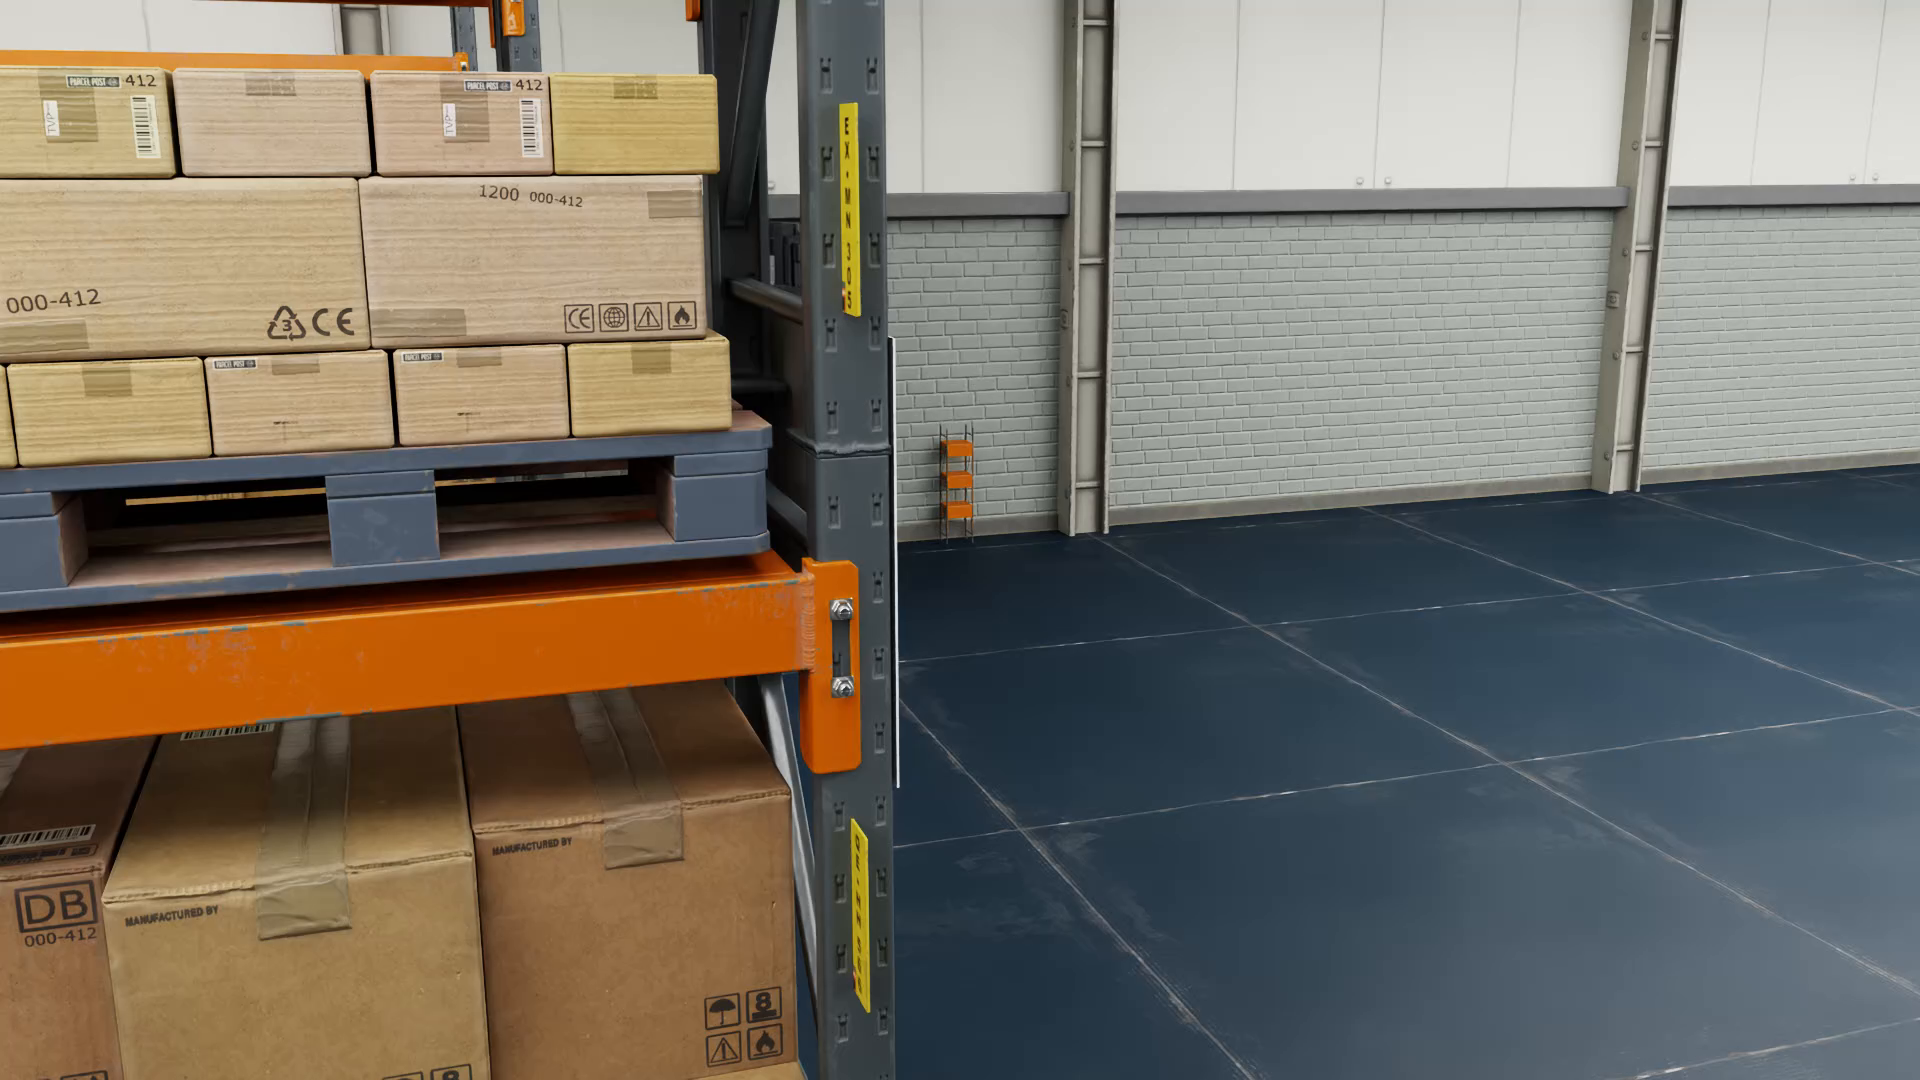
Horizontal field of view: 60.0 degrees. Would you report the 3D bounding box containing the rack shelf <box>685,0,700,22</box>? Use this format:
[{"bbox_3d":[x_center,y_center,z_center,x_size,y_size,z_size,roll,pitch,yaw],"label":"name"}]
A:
[{"bbox_3d":[-2.230,-1.014,2.378,4.000,0.370,1.077,-4,14,-18],"label":"rack shelf"}]

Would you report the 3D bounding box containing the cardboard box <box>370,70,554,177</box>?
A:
[{"bbox_3d":[-0.782,-0.648,2.599,0.250,0.149,0.380,-4,14,-18],"label":"cardboard box"}]

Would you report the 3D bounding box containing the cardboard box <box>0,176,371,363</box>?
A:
[{"bbox_3d":[-1.183,-0.437,2.575,0.500,0.250,0.500,-4,14,-18],"label":"cardboard box"}]

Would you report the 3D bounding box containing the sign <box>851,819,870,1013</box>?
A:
[{"bbox_3d":[-0.174,0.654,2.898,0.005,0.325,0.100,-4,14,-18],"label":"sign"}]

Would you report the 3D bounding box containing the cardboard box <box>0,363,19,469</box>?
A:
[{"bbox_3d":[-1.506,-0.204,2.454,0.250,0.149,0.380,-5,14,-19],"label":"cardboard box"}]

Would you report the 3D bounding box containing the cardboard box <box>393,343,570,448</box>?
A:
[{"bbox_3d":[-0.780,-0.260,2.692,0.250,0.149,0.380,-4,14,-18],"label":"cardboard box"}]

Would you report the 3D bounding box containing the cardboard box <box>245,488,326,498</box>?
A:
[{"bbox_3d":[-2.905,-0.424,7.425,0.500,0.500,0.700,-4,14,-18],"label":"cardboard box"}]

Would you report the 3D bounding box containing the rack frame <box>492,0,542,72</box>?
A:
[{"bbox_3d":[-2.009,-2.784,7.402,0.127,3.000,1.000,-4,14,-18],"label":"rack frame"}]

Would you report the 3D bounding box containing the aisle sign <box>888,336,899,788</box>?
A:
[{"bbox_3d":[-0.171,0.008,3.008,0.004,0.787,0.394,-4,14,-18],"label":"aisle sign"}]

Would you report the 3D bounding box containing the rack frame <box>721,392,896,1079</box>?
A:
[{"bbox_3d":[-0.334,1.212,3.564,0.127,3.000,1.000,-4,14,-18],"label":"rack frame"}]

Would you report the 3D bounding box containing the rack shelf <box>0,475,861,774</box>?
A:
[{"bbox_3d":[-2.230,0.251,2.679,4.000,0.370,1.077,-4,14,-18],"label":"rack shelf"}]

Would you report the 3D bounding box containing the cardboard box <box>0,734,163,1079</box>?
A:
[{"bbox_3d":[-1.764,0.705,3.038,0.550,0.550,0.875,-4,14,-18],"label":"cardboard box"}]

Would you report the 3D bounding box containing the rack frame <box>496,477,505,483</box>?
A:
[{"bbox_3d":[-3.595,-0.954,12.672,0.127,3.000,1.000,-4,14,-18],"label":"rack frame"}]

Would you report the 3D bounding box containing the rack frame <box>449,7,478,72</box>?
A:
[{"bbox_3d":[-3.595,-3.873,11.978,0.127,3.000,1.000,-4,14,-18],"label":"rack frame"}]

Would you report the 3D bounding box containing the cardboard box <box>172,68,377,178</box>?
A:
[{"bbox_3d":[-1.025,-0.629,2.520,0.250,0.149,0.380,-4,14,-17],"label":"cardboard box"}]

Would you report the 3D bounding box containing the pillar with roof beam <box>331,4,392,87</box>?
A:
[{"bbox_3d":[-3.170,-3.075,8.623,0.400,9.000,9.100,-4,14,-18],"label":"pillar with roof beam"}]

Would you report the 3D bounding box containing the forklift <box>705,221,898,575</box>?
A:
[{"bbox_3d":[-1.812,-0.881,12.514,1.130,2.935,3.031,10,17,37],"label":"forklift"}]

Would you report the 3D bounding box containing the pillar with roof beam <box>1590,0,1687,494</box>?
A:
[{"bbox_3d":[8.204,-3.960,12.347,0.400,9.000,9.100,-4,14,-18],"label":"pillar with roof beam"}]

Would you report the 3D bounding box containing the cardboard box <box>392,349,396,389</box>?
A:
[{"bbox_3d":[-1.003,-0.404,3.295,0.250,0.149,0.380,-4,14,-18],"label":"cardboard box"}]

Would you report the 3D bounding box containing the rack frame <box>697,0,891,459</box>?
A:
[{"bbox_3d":[-0.334,-1.706,2.869,0.127,3.000,1.000,-4,14,-18],"label":"rack frame"}]

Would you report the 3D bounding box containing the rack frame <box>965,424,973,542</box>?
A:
[{"bbox_3d":[0.082,-0.511,15.017,0.008,1.050,0.200,-5,15,-19],"label":"rack frame"}]

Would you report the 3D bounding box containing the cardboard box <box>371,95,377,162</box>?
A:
[{"bbox_3d":[-1.232,-0.773,3.126,0.250,0.149,0.380,-5,14,-19],"label":"cardboard box"}]

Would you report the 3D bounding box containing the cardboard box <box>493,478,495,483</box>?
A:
[{"bbox_3d":[-2.546,-0.085,8.159,0.500,0.500,0.500,-5,14,-19],"label":"cardboard box"}]

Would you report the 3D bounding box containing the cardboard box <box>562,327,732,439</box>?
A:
[{"bbox_3d":[-0.541,-0.279,2.770,0.250,0.149,0.380,-4,14,-18],"label":"cardboard box"}]

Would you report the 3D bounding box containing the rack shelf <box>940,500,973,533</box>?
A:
[{"bbox_3d":[-0.033,-0.221,15.046,0.240,0.259,0.215,-5,15,-19],"label":"rack shelf"}]

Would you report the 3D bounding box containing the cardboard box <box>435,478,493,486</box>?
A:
[{"bbox_3d":[-2.423,-0.460,7.575,0.500,0.500,0.700,-5,14,-19],"label":"cardboard box"}]

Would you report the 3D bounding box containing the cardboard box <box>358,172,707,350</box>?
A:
[{"bbox_3d":[-0.709,-0.474,2.730,0.500,0.250,0.500,-4,14,-17],"label":"cardboard box"}]

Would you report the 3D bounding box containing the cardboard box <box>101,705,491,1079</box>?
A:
[{"bbox_3d":[-1.190,0.694,3.086,0.550,0.550,0.875,-4,14,-18],"label":"cardboard box"}]

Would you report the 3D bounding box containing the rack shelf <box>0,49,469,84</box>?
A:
[{"bbox_3d":[-5.491,-3.181,11.487,4.000,0.370,1.077,-4,14,-18],"label":"rack shelf"}]

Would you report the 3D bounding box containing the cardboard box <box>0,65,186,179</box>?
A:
[{"bbox_3d":[-1.270,-0.610,2.438,0.250,0.149,0.380,-4,14,-17],"label":"cardboard box"}]

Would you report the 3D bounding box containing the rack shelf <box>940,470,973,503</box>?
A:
[{"bbox_3d":[-0.033,-0.491,14.980,0.240,0.259,0.215,-5,15,-19],"label":"rack shelf"}]

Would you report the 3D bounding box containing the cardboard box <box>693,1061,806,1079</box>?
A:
[{"bbox_3d":[-0.671,1.177,3.389,0.550,0.550,0.875,-4,14,-18],"label":"cardboard box"}]

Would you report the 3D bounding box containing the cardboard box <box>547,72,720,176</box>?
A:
[{"bbox_3d":[-0.545,-0.666,2.676,0.250,0.149,0.380,-4,14,-18],"label":"cardboard box"}]

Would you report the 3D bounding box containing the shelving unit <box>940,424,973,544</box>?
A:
[{"bbox_3d":[-0.033,-0.501,14.978,0.252,1.050,0.215,-5,15,-19],"label":"shelving unit"}]

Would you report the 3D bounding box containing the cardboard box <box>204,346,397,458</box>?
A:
[{"bbox_3d":[-1.023,-0.241,2.612,0.250,0.149,0.380,-4,14,-17],"label":"cardboard box"}]

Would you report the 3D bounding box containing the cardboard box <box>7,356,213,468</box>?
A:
[{"bbox_3d":[-1.263,-0.223,2.534,0.250,0.149,0.380,-4,14,-18],"label":"cardboard box"}]

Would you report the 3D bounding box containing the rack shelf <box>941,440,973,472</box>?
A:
[{"bbox_3d":[-0.032,-0.767,14.913,0.240,0.259,0.215,-5,15,-19],"label":"rack shelf"}]

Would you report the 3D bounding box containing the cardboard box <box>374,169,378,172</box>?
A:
[{"bbox_3d":[-0.873,-0.592,3.226,0.500,0.250,0.500,-4,14,-18],"label":"cardboard box"}]

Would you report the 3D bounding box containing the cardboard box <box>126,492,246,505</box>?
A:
[{"bbox_3d":[-3.356,-0.364,7.172,0.500,0.500,0.700,-5,14,-19],"label":"cardboard box"}]

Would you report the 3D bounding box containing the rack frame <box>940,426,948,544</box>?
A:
[{"bbox_3d":[-0.148,-0.492,14.938,0.008,1.050,0.200,-5,15,-19],"label":"rack frame"}]

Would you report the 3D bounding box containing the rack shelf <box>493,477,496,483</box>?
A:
[{"bbox_3d":[-5.491,-0.457,12.135,4.000,0.370,1.077,-4,14,-18],"label":"rack shelf"}]

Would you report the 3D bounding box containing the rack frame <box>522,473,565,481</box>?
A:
[{"bbox_3d":[-2.009,0.134,8.096,0.127,3.000,1.000,-4,14,-18],"label":"rack frame"}]

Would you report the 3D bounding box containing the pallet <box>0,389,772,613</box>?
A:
[{"bbox_3d":[-1.034,-0.147,2.987,1.213,0.211,1.003,-4,14,-18],"label":"pallet"}]

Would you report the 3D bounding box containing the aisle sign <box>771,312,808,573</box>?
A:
[{"bbox_3d":[-0.363,-0.123,3.561,0.004,0.787,0.394,-4,14,-18],"label":"aisle sign"}]

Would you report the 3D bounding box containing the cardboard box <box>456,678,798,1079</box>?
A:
[{"bbox_3d":[-0.698,0.633,3.342,0.550,0.550,0.875,-4,14,-18],"label":"cardboard box"}]

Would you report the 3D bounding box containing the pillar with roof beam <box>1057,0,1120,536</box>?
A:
[{"bbox_3d":[2.517,-3.518,10.485,0.400,9.000,9.100,-4,14,-18],"label":"pillar with roof beam"}]

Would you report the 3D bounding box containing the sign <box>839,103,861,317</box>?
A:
[{"bbox_3d":[-0.174,-0.519,2.618,0.005,0.325,0.100,-4,14,-18],"label":"sign"}]

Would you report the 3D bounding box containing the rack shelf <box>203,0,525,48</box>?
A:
[{"bbox_3d":[-3.904,-2.285,6.865,4.000,0.370,1.077,-4,14,-18],"label":"rack shelf"}]
